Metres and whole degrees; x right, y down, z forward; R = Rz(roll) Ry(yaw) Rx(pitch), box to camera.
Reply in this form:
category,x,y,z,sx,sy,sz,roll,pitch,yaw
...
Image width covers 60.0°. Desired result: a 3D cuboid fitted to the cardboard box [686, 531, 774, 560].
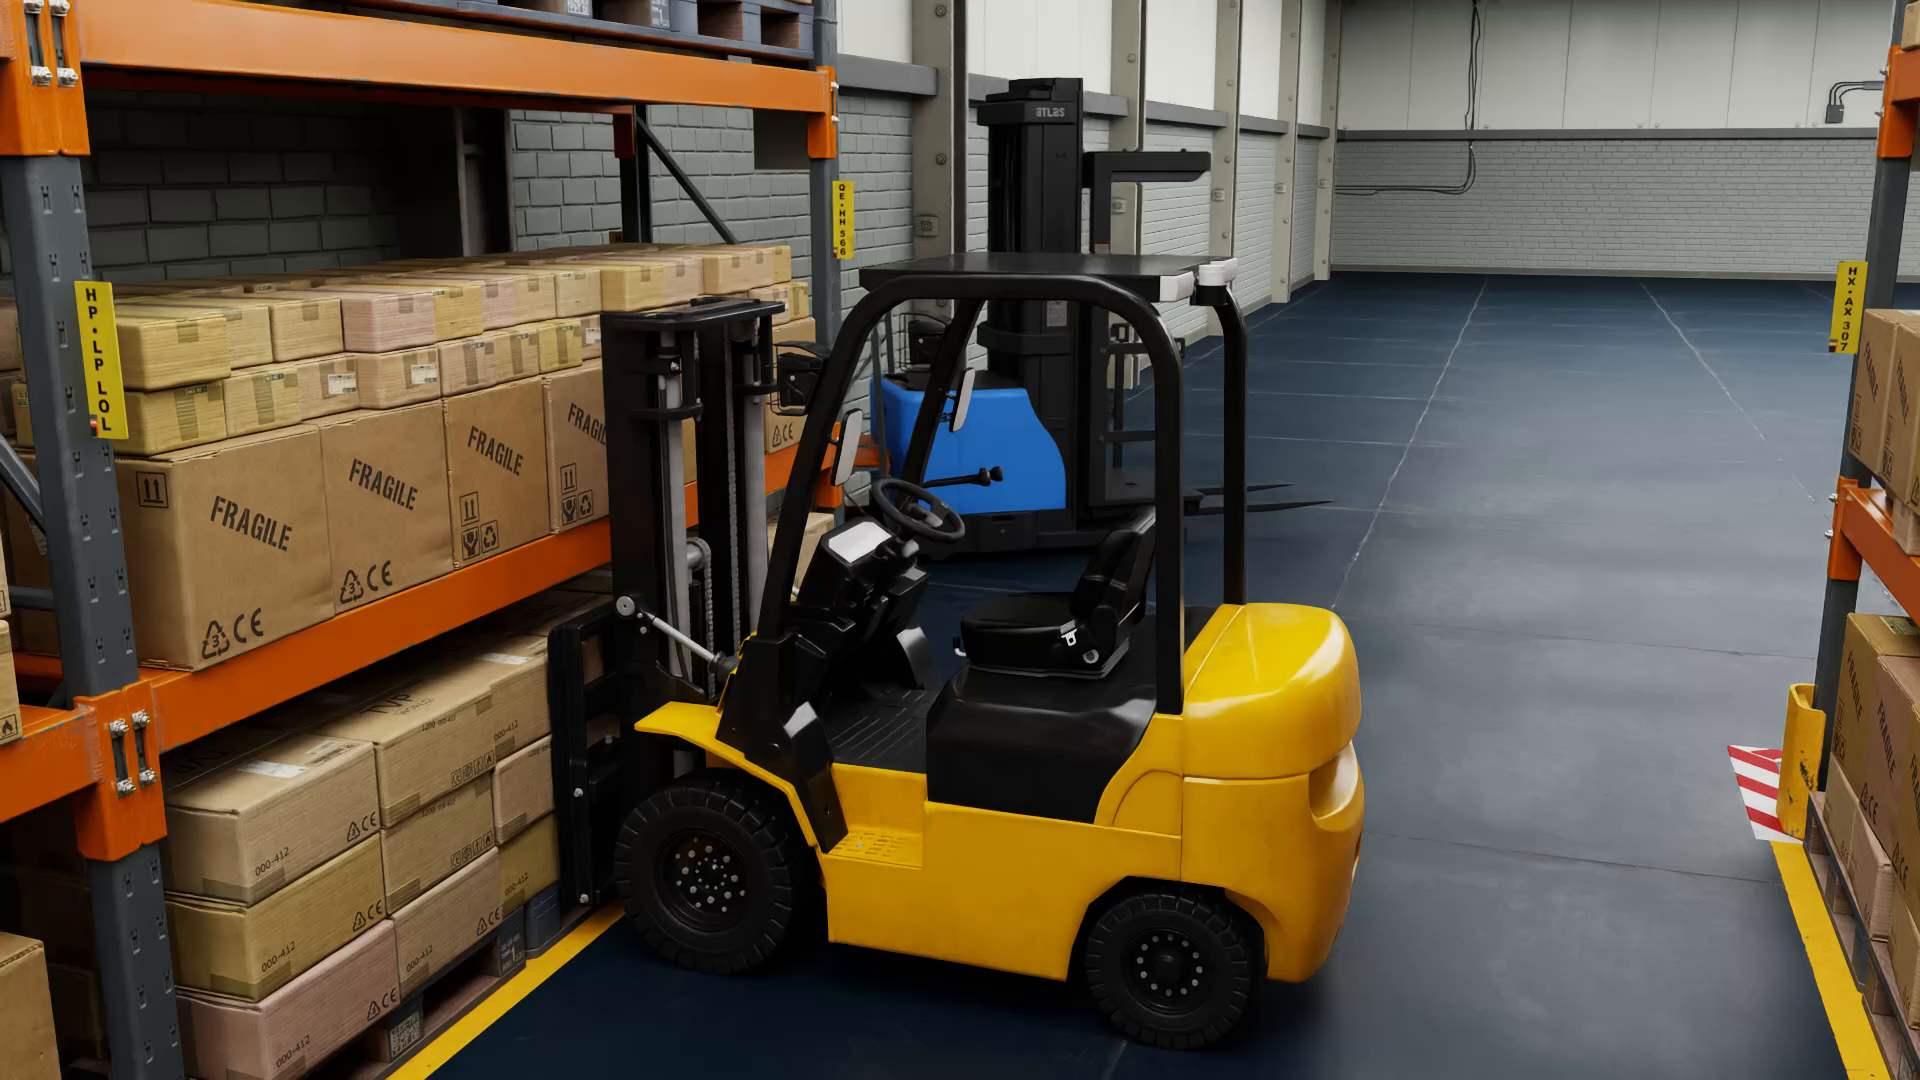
category,x,y,z,sx,sy,sz,roll,pitch,yaw
cardboard box,-1.022,0.150,6.579,0.500,0.250,0.500,5,14,19

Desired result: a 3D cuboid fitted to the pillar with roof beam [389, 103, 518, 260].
category,x,y,z,sx,sy,sz,roll,pitch,yaw
pillar with roof beam,1.987,-3.259,5.044,9.100,9.000,0.400,4,14,18

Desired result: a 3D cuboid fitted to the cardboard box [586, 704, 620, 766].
category,x,y,z,sx,sy,sz,roll,pitch,yaw
cardboard box,-1.355,0.611,5.681,0.500,0.250,0.500,4,14,18

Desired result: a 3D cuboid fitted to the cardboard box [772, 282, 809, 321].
category,x,y,z,sx,sy,sz,roll,pitch,yaw
cardboard box,-0.856,-0.998,6.936,0.380,0.149,0.250,5,14,19

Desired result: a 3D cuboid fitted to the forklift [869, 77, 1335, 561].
category,x,y,z,sx,sy,sz,roll,pitch,yaw
forklift,0.969,-1.460,10.799,3.031,2.935,1.130,-3,13,-15

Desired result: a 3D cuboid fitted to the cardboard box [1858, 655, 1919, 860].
category,x,y,z,sx,sy,sz,roll,pitch,yaw
cardboard box,2.994,0.666,4.878,0.500,0.500,0.500,4,13,16

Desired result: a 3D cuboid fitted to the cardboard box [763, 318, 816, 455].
category,x,y,z,sx,sy,sz,roll,pitch,yaw
cardboard box,-0.919,-0.652,6.879,0.500,0.500,0.500,4,13,17

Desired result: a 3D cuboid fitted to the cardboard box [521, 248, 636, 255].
category,x,y,z,sx,sy,sz,roll,pitch,yaw
cardboard box,-1.508,-1.071,6.589,0.380,0.149,0.250,5,14,19

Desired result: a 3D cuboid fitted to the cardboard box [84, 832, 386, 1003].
category,x,y,z,sx,sy,sz,roll,pitch,yaw
cardboard box,-1.854,0.929,4.290,0.500,0.250,0.500,4,14,18

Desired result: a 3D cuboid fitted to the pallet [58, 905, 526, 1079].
category,x,y,z,sx,sy,sz,roll,pitch,yaw
pallet,-2.006,1.311,4.768,1.003,0.211,1.213,4,14,18

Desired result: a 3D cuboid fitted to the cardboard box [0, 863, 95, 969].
category,x,y,z,sx,sy,sz,roll,pitch,yaw
cardboard box,-2.339,0.891,4.455,0.500,0.250,0.500,4,13,17

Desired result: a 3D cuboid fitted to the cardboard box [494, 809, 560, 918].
category,x,y,z,sx,sy,sz,roll,pitch,yaw
cardboard box,-1.532,0.957,5.290,0.500,0.250,0.500,5,14,19

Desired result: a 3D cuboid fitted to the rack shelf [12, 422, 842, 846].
category,x,y,z,sx,sy,sz,roll,pitch,yaw
rack shelf,-1.656,0.046,5.662,1.077,0.370,4.000,4,14,18

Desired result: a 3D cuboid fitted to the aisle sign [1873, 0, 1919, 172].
category,x,y,z,sx,sy,sz,roll,pitch,yaw
aisle sign,3.416,-1.672,5.730,0.394,0.787,0.004,4,14,18

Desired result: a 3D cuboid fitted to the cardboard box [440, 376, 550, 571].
category,x,y,z,sx,sy,sz,roll,pitch,yaw
cardboard box,-1.597,-0.225,5.006,0.500,0.500,0.500,4,14,18

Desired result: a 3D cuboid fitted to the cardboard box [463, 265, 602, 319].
category,x,y,z,sx,sy,sz,roll,pitch,yaw
cardboard box,-1.416,-0.822,5.497,0.380,0.149,0.250,5,14,19

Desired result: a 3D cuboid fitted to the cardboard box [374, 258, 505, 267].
category,x,y,z,sx,sy,sz,roll,pitch,yaw
cardboard box,-1.842,-0.915,5.904,0.380,0.149,0.250,4,13,17

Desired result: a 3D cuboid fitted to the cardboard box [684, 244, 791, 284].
category,x,y,z,sx,sy,sz,roll,pitch,yaw
cardboard box,-0.925,-1.145,6.914,0.380,0.149,0.250,4,14,19

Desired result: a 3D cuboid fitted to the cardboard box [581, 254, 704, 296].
category,x,y,z,sx,sy,sz,roll,pitch,yaw
cardboard box,-1.186,-0.987,6.220,0.380,0.149,0.250,4,14,19

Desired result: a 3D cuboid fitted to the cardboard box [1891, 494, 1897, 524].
category,x,y,z,sx,sy,sz,roll,pitch,yaw
cardboard box,3.153,-0.086,5.188,0.380,0.149,0.250,4,13,17

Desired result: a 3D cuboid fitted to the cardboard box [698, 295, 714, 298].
category,x,y,z,sx,sy,sz,roll,pitch,yaw
cardboard box,-1.143,-0.840,6.245,0.380,0.149,0.250,4,14,18

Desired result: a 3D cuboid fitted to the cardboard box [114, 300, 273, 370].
category,x,y,z,sx,sy,sz,roll,pitch,yaw
cardboard box,-1.937,-0.502,4.097,0.380,0.149,0.250,5,14,19

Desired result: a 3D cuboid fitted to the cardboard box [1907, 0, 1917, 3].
category,x,y,z,sx,sy,sz,roll,pitch,yaw
cardboard box,3.274,-1.817,5.135,0.500,0.250,0.500,4,13,17

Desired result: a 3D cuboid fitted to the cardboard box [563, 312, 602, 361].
category,x,y,z,sx,sy,sz,roll,pitch,yaw
cardboard box,-1.414,-0.680,5.543,0.380,0.149,0.250,4,14,18

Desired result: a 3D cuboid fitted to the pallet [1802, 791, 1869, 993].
category,x,y,z,sx,sy,sz,roll,pitch,yaw
pallet,3.368,1.175,5.367,1.003,0.211,1.213,4,14,18

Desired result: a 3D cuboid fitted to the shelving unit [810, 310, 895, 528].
category,x,y,z,sx,sy,sz,roll,pitch,yaw
shelving unit,-0.680,-0.679,10.564,0.587,1.500,1.083,-3,14,3

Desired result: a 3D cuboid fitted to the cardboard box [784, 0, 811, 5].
category,x,y,z,sx,sy,sz,roll,pitch,yaw
cardboard box,-0.921,-2.380,6.539,0.500,0.500,0.500,5,14,20

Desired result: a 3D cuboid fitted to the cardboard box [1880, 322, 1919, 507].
category,x,y,z,sx,sy,sz,roll,pitch,yaw
cardboard box,3.109,-0.374,4.992,0.500,0.500,0.500,5,14,20

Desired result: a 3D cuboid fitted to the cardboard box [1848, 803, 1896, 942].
category,x,y,z,sx,sy,sz,roll,pitch,yaw
cardboard box,2.994,1.023,4.999,0.500,0.250,0.500,5,14,20

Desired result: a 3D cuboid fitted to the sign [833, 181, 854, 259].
category,x,y,z,sx,sy,sz,roll,pitch,yaw
sign,-0.500,-1.364,7.088,0.100,0.325,0.005,4,14,18

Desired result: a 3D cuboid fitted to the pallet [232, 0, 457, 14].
category,x,y,z,sx,sy,sz,roll,pitch,yaw
pallet,-2.051,-1.484,4.208,1.003,0.211,1.213,4,14,18

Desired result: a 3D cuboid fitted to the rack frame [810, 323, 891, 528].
category,x,y,z,sx,sy,sz,roll,pitch,yaw
rack frame,-0.699,-0.561,10.080,0.500,1.500,0.032,-3,14,3

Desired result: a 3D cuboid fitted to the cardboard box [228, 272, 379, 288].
category,x,y,z,sx,sy,sz,roll,pitch,yaw
cardboard box,-2.041,-0.750,5.182,0.380,0.149,0.250,4,14,18

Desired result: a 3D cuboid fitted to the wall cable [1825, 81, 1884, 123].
category,x,y,z,sx,sy,sz,roll,pitch,yaw
wall cable,18.802,-11.382,32.989,2.305,6.003,0.169,4,14,18

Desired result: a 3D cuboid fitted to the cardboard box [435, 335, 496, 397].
category,x,y,z,sx,sy,sz,roll,pitch,yaw
cardboard box,-1.574,-0.510,4.799,0.380,0.149,0.250,4,14,18

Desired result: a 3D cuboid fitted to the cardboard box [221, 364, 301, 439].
category,x,y,z,sx,sy,sz,roll,pitch,yaw
cardboard box,-1.869,-0.351,4.104,0.380,0.149,0.250,5,14,20

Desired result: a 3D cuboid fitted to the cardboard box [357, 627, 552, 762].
category,x,y,z,sx,sy,sz,roll,pitch,yaw
cardboard box,-1.524,0.473,5.164,0.500,0.250,0.500,5,14,20

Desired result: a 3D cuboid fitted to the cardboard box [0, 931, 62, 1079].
category,x,y,z,sx,sy,sz,roll,pitch,yaw
cardboard box,-2.461,1.180,3.470,0.875,0.625,0.625,5,14,21

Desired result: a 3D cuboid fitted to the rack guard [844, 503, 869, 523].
category,x,y,z,sx,sy,sz,roll,pitch,yaw
rack guard,-0.626,-0.192,11.195,0.587,0.250,0.087,-3,14,3

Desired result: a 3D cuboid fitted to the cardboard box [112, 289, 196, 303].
category,x,y,z,sx,sy,sz,roll,pitch,yaw
cardboard box,-2.292,-0.589,4.477,0.380,0.149,0.250,4,14,18

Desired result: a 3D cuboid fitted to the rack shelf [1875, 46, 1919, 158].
category,x,y,z,sx,sy,sz,roll,pitch,yaw
rack shelf,3.042,-1.060,3.766,1.077,0.370,4.000,4,14,18

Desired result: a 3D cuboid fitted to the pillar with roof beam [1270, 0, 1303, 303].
category,x,y,z,sx,sy,sz,roll,pitch,yaw
pillar with roof beam,9.752,-8.312,27.183,9.100,9.000,0.400,4,14,18

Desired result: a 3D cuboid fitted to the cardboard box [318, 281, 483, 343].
category,x,y,z,sx,sy,sz,roll,pitch,yaw
cardboard box,-1.607,-0.659,4.782,0.380,0.149,0.250,4,13,18

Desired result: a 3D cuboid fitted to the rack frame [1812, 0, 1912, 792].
category,x,y,z,sx,sy,sz,roll,pitch,yaw
rack frame,3.689,-0.369,5.865,1.000,3.000,0.127,4,14,18
